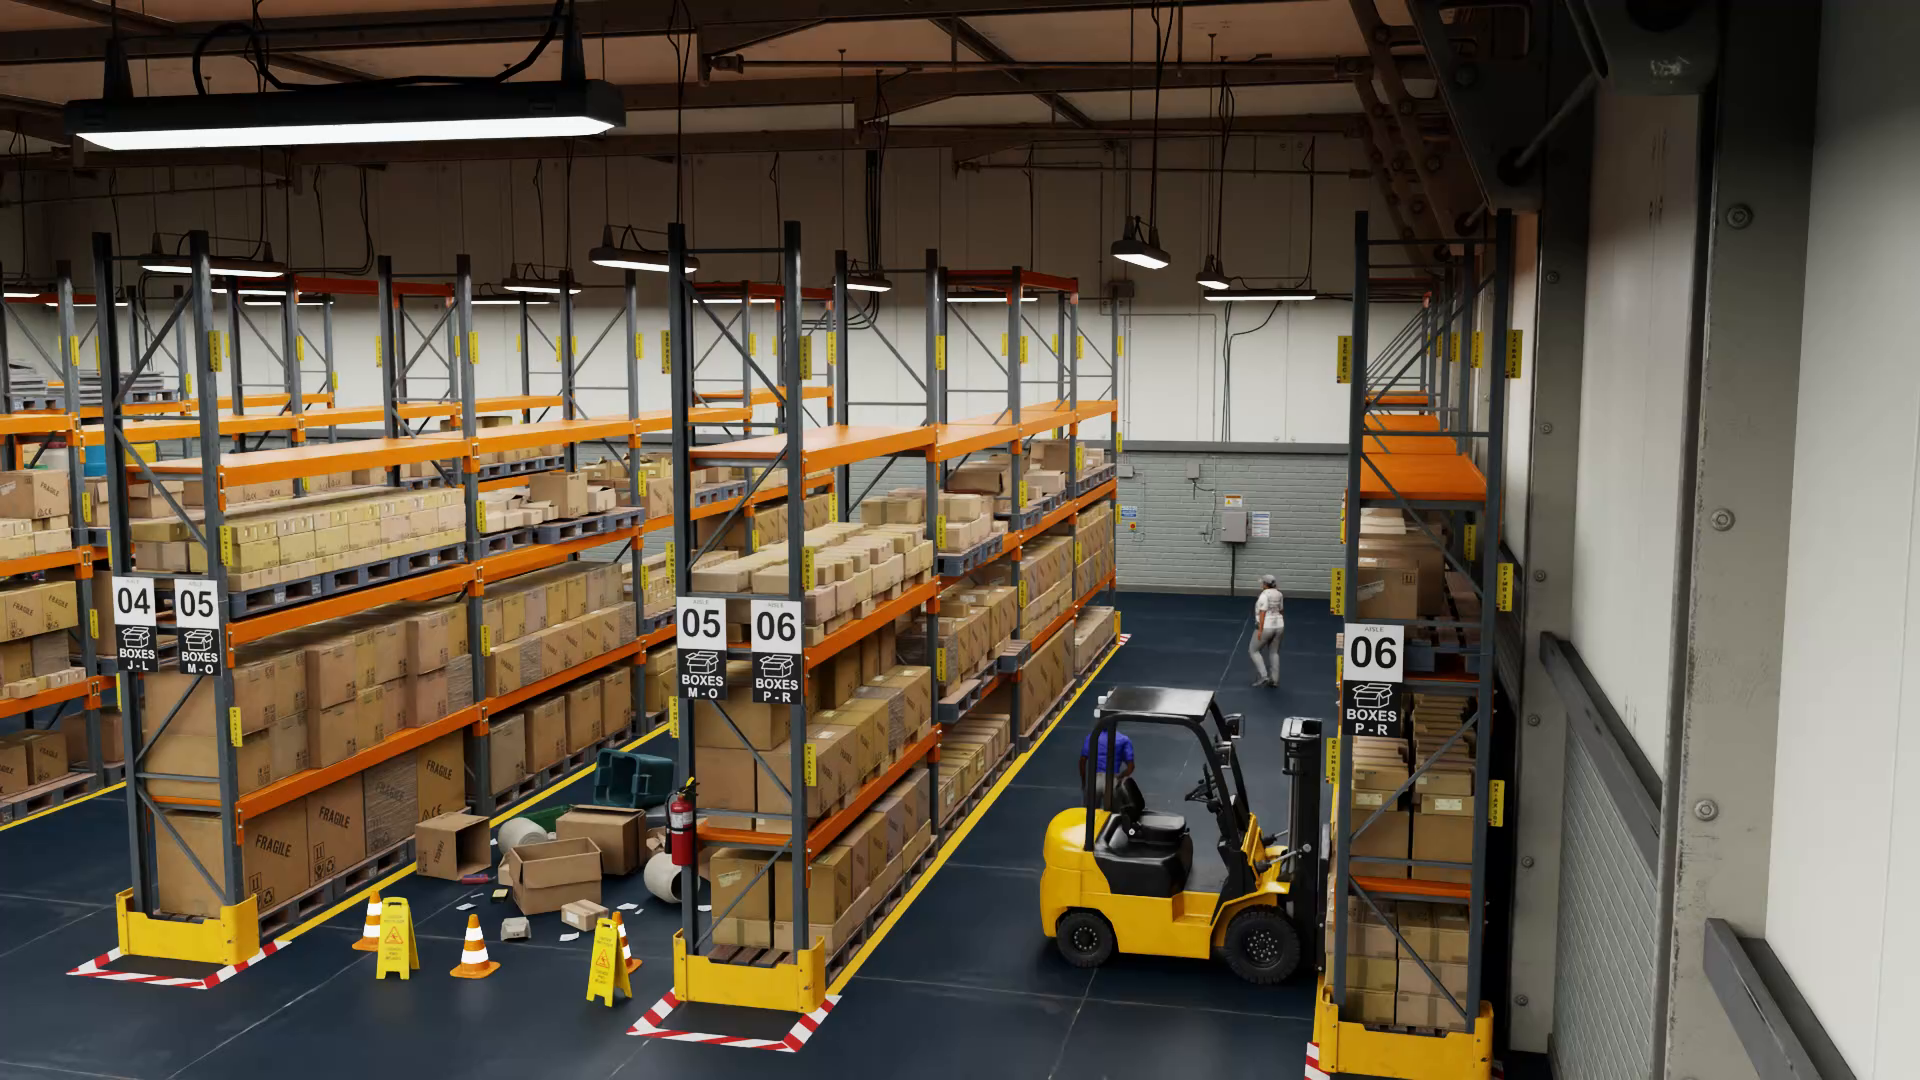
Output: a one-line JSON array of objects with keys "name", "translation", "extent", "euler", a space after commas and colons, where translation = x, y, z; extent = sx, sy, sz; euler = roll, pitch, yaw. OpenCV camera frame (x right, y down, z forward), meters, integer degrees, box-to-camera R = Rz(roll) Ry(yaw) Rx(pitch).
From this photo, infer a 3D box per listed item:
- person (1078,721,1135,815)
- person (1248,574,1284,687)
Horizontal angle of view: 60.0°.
[{"name": "person", "translation": [1.407, 2.446, 16.133], "extent": [0.542, 1.545, 0.757], "euler": [1, 7, 11]}, {"name": "person", "translation": [4.573, 1.348, 24.702], "extent": [0.537, 1.686, 0.420], "euler": [-5, 8, -34]}]
